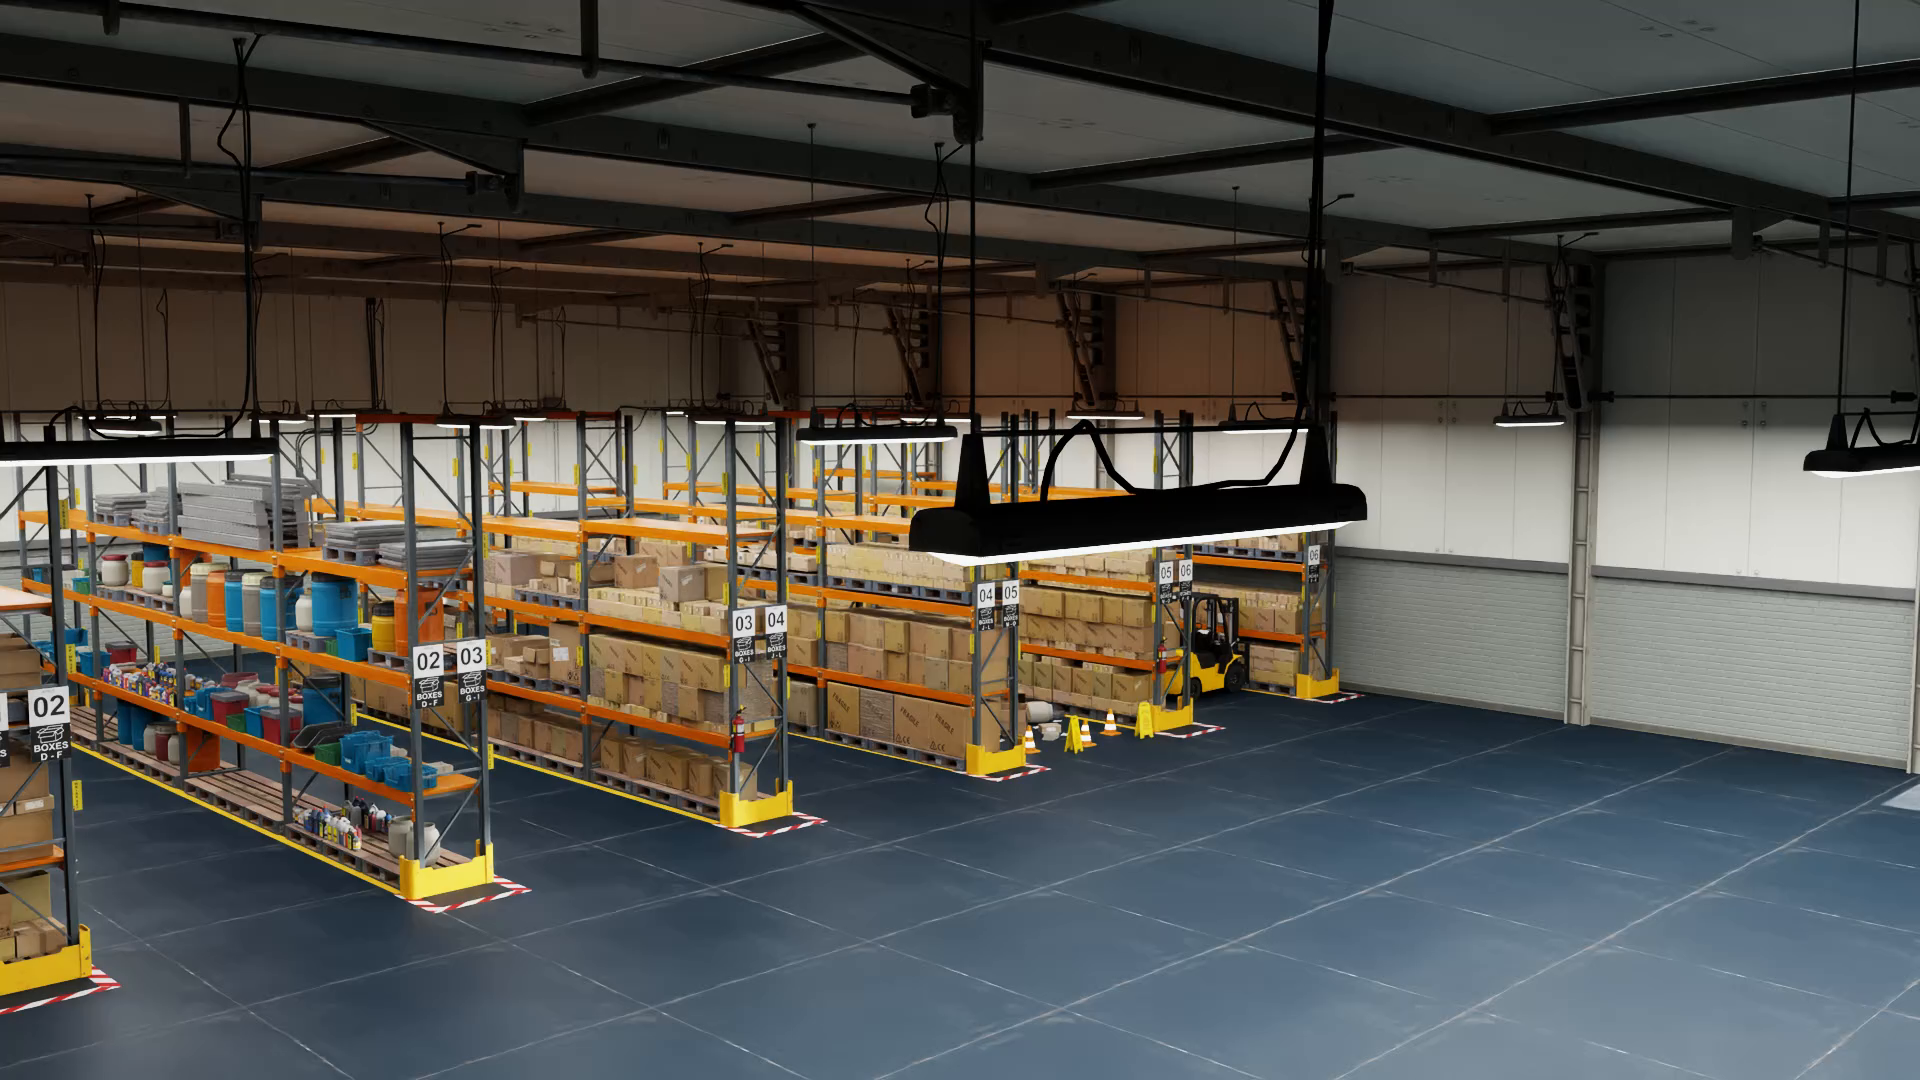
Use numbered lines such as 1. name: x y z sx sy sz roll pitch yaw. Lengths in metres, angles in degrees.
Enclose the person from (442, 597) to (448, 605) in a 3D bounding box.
1. person: -12.649 1.961 40.268 0.538 1.732 1.121 -1 5 -17
